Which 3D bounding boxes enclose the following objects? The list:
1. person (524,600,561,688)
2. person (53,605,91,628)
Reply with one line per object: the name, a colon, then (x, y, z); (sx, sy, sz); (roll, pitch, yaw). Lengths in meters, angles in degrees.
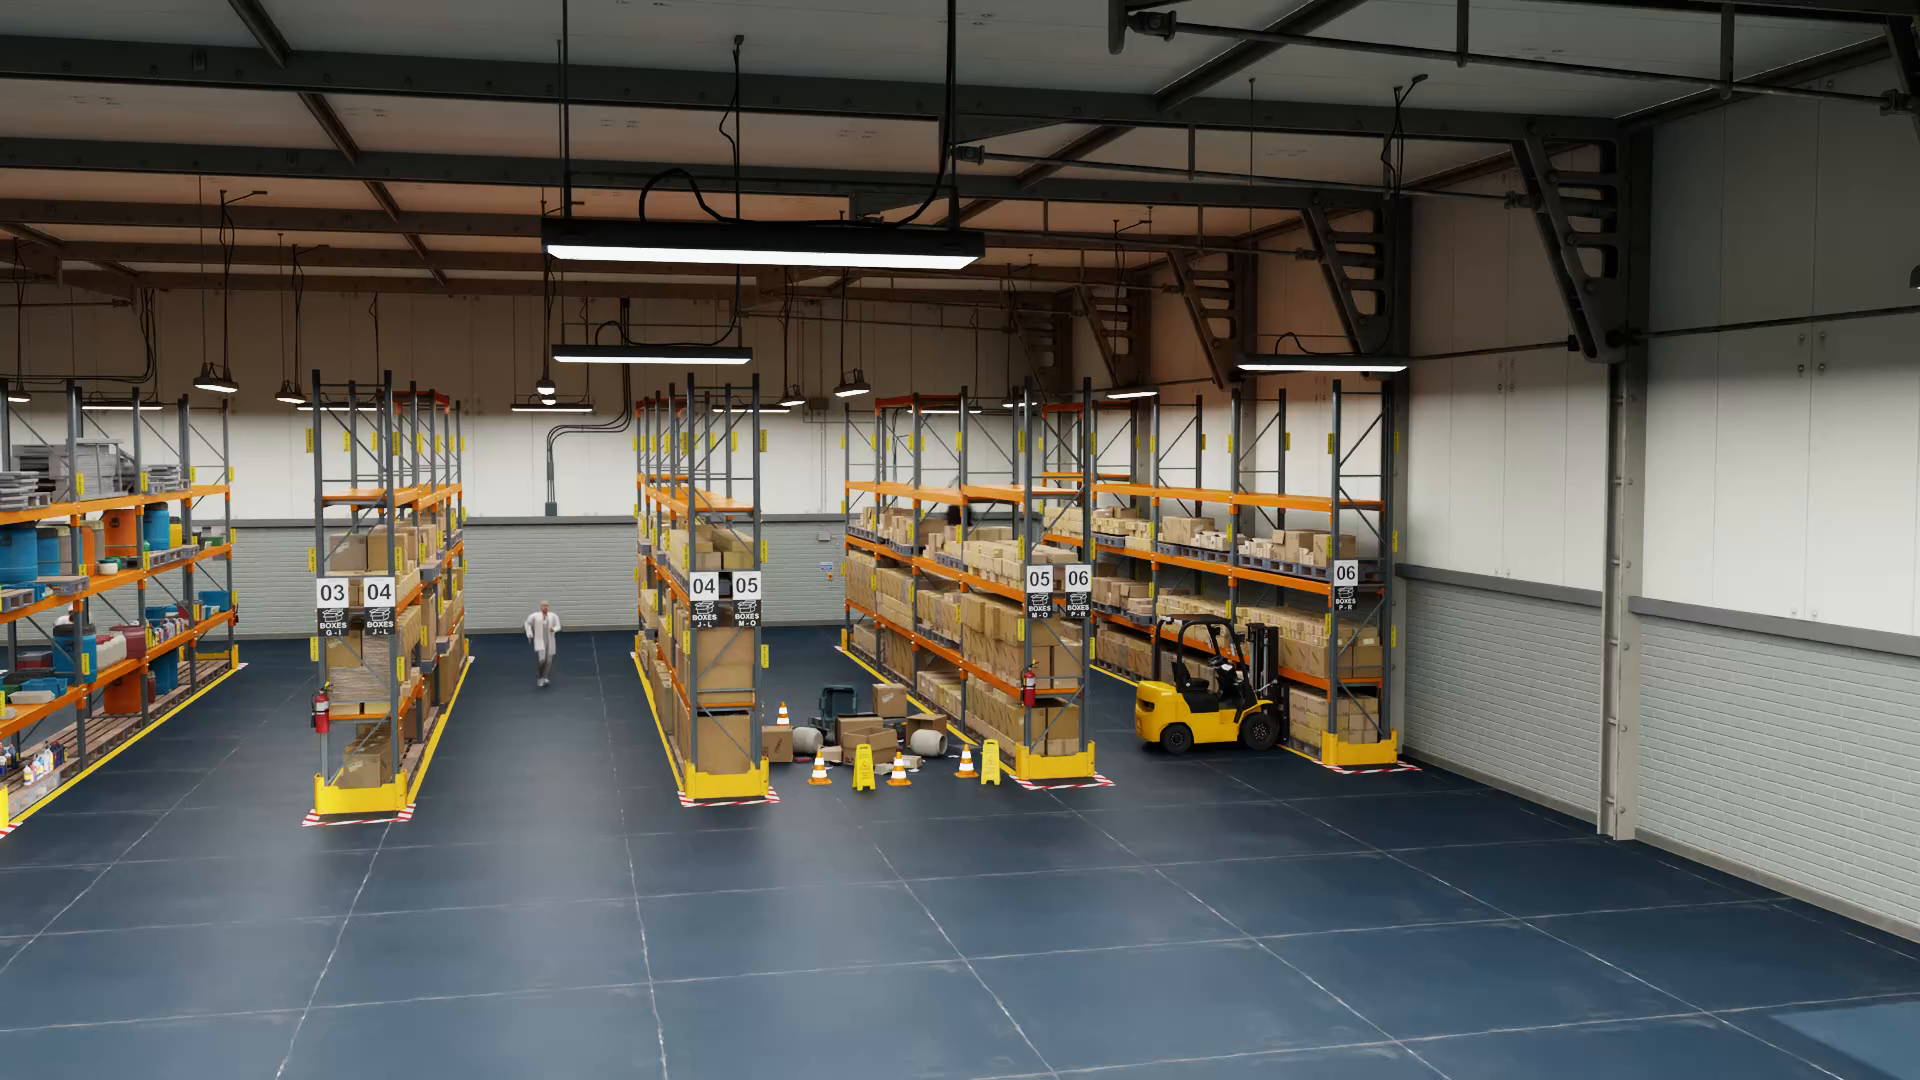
person: (-8.564, 2.143, 34.253); (0.687, 1.791, 0.764); (-2, 4, -27)
person: (-18.399, 2.176, 34.497); (0.700, 1.682, 0.710); (-2, 4, -30)
